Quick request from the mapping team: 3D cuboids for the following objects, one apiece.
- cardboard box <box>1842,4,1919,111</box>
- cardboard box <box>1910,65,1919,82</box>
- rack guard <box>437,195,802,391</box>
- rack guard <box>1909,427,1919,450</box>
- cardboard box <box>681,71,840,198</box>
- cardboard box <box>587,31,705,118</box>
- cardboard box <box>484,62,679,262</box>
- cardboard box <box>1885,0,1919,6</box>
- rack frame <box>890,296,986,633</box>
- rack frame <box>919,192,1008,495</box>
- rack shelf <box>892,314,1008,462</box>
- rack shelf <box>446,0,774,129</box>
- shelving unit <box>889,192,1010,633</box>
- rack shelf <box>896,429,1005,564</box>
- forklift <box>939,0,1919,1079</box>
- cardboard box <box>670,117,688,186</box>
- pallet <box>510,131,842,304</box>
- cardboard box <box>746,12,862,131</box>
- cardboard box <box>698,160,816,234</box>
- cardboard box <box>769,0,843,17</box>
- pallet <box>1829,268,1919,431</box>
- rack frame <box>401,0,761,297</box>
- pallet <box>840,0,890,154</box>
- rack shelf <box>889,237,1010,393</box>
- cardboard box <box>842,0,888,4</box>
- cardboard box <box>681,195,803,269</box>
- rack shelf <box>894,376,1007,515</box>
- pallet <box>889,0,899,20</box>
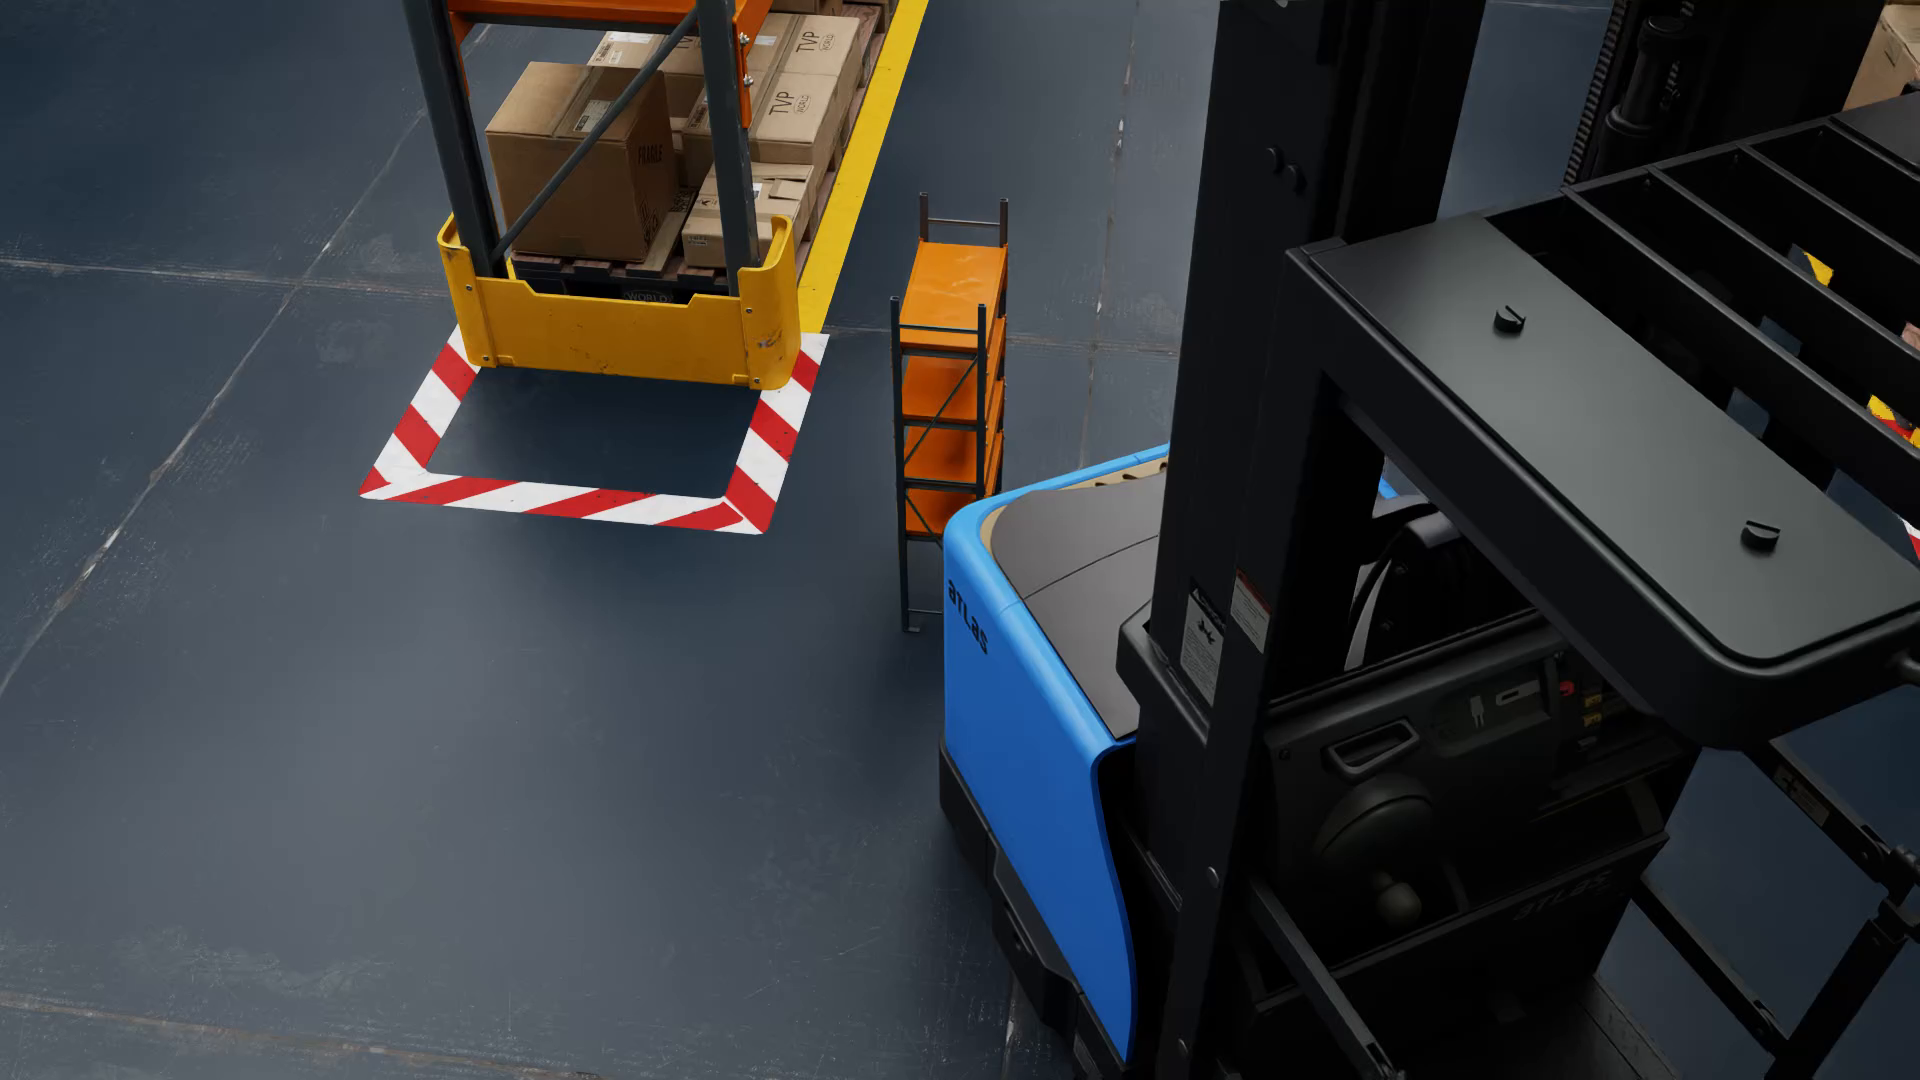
[{"bbox_3d":[3.860,-1.690,6.366,0.700,0.500,0.500,4,44,4],"label":"cardboard box"},{"bbox_3d":[3.794,-1.347,6.004,0.700,0.500,0.500,5,44,5],"label":"cardboard box"},{"bbox_3d":[-1.166,-0.867,5.802,1.175,0.500,0.348,5,44,6],"label":"rack guard"},{"bbox_3d":[3.731,-0.351,5.258,1.175,0.500,0.348,5,44,6],"label":"rack guard"},{"bbox_3d":[-0.757,-1.570,6.406,0.500,0.250,0.500,5,44,6],"label":"cardboard box"},{"bbox_3d":[-1.193,-1.922,6.778,0.500,0.250,0.500,5,44,6],"label":"cardboard box"},{"bbox_3d":[-1.349,-1.368,6.011,0.500,0.500,0.500,5,44,6],"label":"cardboard box"},{"bbox_3d":[3.923,-2.054,6.751,0.700,0.500,0.500,6,44,6],"label":"cardboard box"},{"bbox_3d":[-0.054,-0.157,4.543,0.240,1.200,0.015,5,44,6],"label":"rack frame"},{"bbox_3d":[0.010,-0.489,4.894,0.240,1.200,0.015,5,44,6],"label":"rack frame"},{"bbox_3d":[-0.022,-0.436,4.611,0.258,0.148,0.480,5,44,6],"label":"rack shelf"},{"bbox_3d":[-0.912,-2.825,6.575,1.077,0.370,4.000,5,44,6],"label":"rack shelf"},{"bbox_3d":[-0.022,-0.323,4.718,0.258,1.200,0.503,5,44,6],"label":"shelving unit"},{"bbox_3d":[-0.022,-0.130,4.901,0.258,0.148,0.480,5,44,6],"label":"rack shelf"},{"bbox_3d":[1.010,0.437,2.657,1.130,2.935,3.031,-17,46,-17],"label":"forklift"},{"bbox_3d":[-1.206,-1.515,6.409,0.380,0.166,0.250,5,44,6],"label":"cardboard box"},{"bbox_3d":[-1.062,-1.306,6.476,1.003,0.211,1.213,5,44,6],"label":"pallet"},{"bbox_3d":[-0.691,-1.911,6.766,0.500,0.250,0.500,5,44,6],"label":"cardboard box"},{"bbox_3d":[-0.747,-1.279,6.160,0.380,0.166,0.250,5,44,6],"label":"cardboard box"},{"bbox_3d":[-0.891,-2.422,7.122,0.797,0.503,0.637,5,44,6],"label":"cardboard box"},{"bbox_3d":[3.762,-0.815,5.957,1.003,0.211,1.213,5,44,6],"label":"pallet"},{"bbox_3d":[-1.176,-1.723,4.888,1.000,3.000,0.127,5,44,6],"label":"rack frame"},{"bbox_3d":[-0.898,-2.135,7.351,1.003,0.211,1.213,5,44,6],"label":"pallet"},{"bbox_3d":[-0.022,-0.608,4.448,0.258,0.148,0.480,5,44,6],"label":"rack shelf"},{"bbox_3d":[-0.541,-2.708,7.563,0.500,0.311,0.500,5,44,6],"label":"cardboard box"},{"bbox_3d":[-0.780,-1.102,5.986,0.380,0.149,0.250,5,44,6],"label":"cardboard box"},{"bbox_3d":[-0.022,-0.274,4.765,0.258,0.148,0.480,5,44,6],"label":"rack shelf"},{"bbox_3d":[-0.739,-2.969,8.232,1.003,0.211,1.213,5,44,6],"label":"pallet"}]
